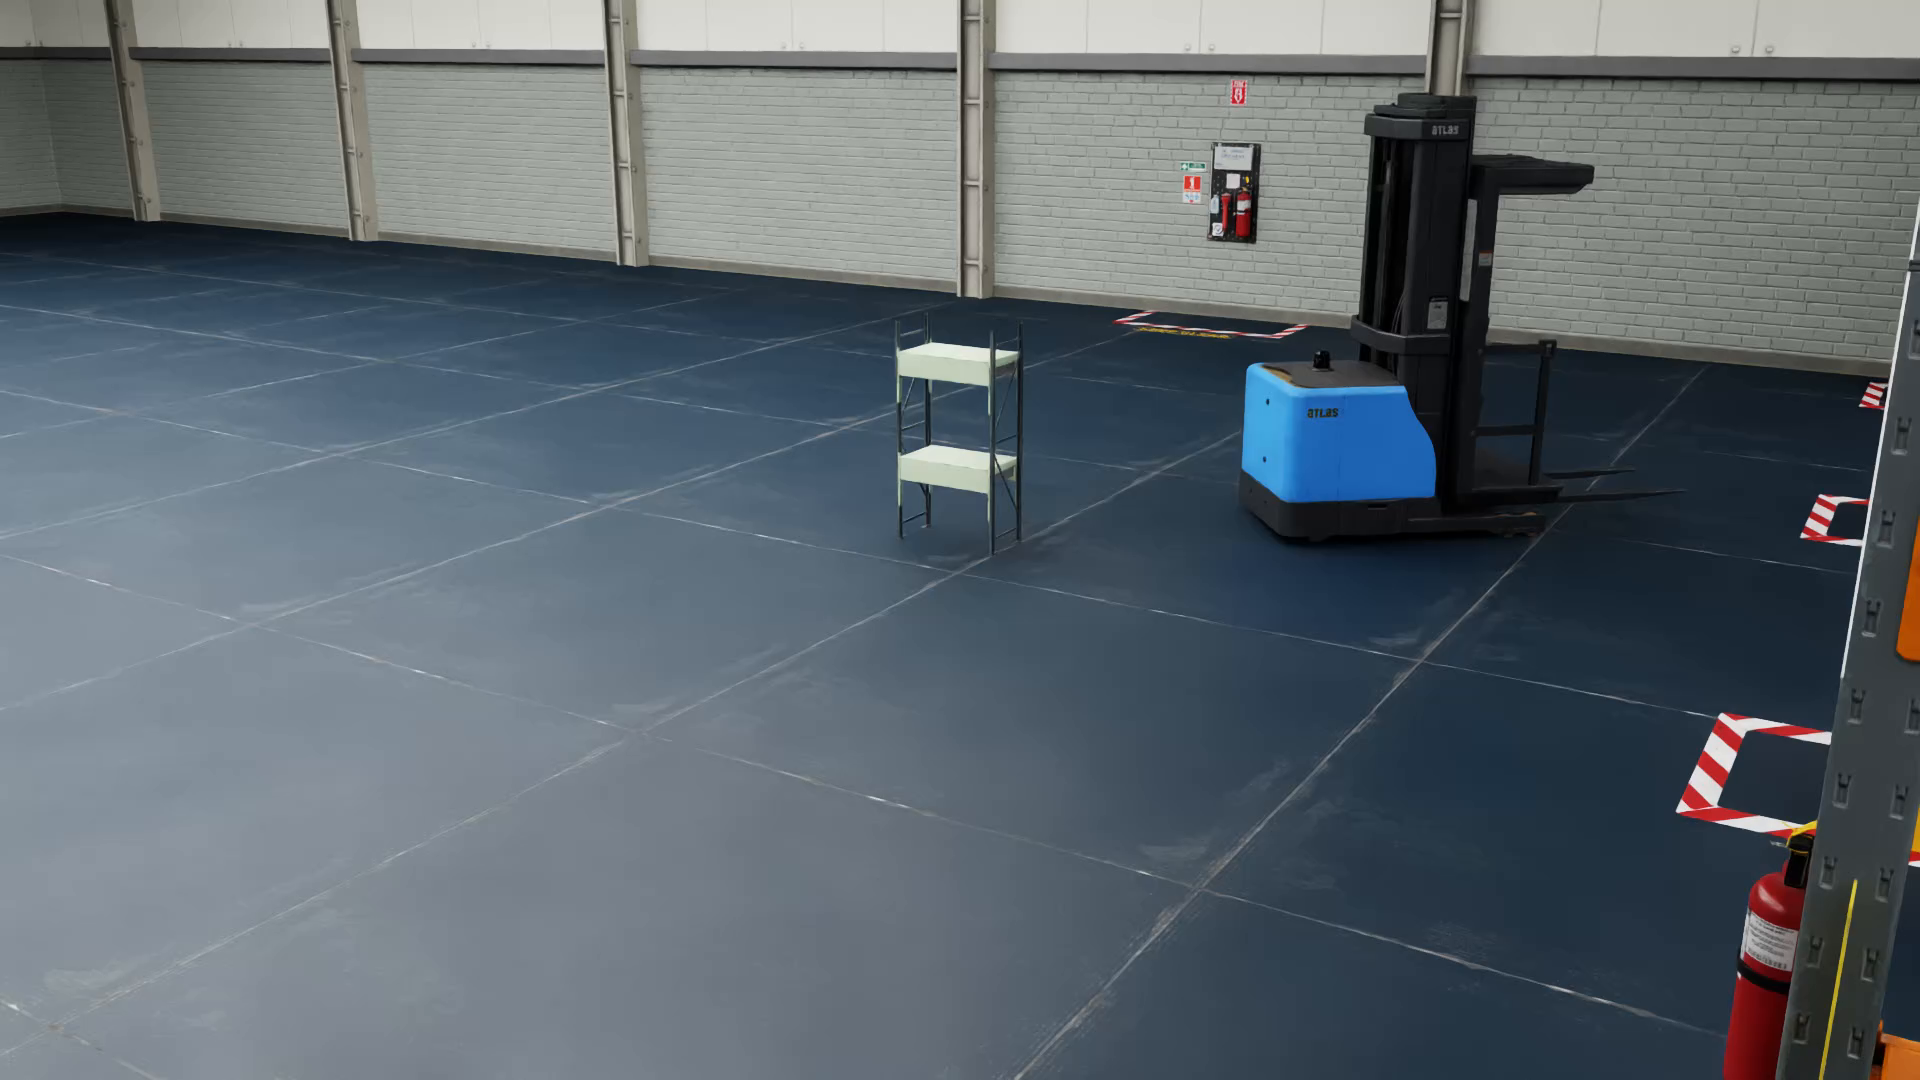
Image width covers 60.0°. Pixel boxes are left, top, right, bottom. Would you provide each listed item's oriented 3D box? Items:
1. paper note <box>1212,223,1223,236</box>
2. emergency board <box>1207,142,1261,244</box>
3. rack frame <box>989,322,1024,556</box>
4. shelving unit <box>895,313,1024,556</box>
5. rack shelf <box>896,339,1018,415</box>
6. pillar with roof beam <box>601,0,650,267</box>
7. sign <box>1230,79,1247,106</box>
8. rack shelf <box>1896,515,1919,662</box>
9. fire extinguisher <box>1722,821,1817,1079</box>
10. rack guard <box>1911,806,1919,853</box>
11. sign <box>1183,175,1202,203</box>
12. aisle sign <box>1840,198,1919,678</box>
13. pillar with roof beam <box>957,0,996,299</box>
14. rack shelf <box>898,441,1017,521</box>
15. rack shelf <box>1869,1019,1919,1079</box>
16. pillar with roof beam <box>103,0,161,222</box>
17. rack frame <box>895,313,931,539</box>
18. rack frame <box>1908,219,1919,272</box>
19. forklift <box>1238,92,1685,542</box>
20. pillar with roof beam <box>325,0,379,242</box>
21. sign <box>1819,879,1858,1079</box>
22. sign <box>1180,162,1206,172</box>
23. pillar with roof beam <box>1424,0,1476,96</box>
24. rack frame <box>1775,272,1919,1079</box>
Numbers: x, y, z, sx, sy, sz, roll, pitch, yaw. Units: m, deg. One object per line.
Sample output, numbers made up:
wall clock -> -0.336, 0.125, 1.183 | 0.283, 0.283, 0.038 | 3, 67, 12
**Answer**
paper note -> 3.118, -3.753, 20.091 | 0.142, 0.148, 0.016 | 10, 20, 30
emergency board -> 3.233, -4.131, 19.818 | 0.643, 1.169, 0.194 | 10, 20, 30
rack frame -> 0.306, -0.663, 10.983 | 0.023, 1.500, 0.400 | 10, 20, 30
shelving unit -> -0.006, -0.719, 11.167 | 0.755, 1.500, 0.431 | 10, 20, 30
rack shelf -> -0.006, -1.092, 11.053 | 0.720, 0.370, 0.431 | 10, 20, 30
pillar with roof beam -> -7.160, -7.375, 20.177 | 0.400, 9.000, 9.100 | 10, 20, 30
sign -> 3.278, -5.266, 19.567 | 0.199, 0.298, 0.001 | 10, 20, 30
rack shelf -> 3.310, 0.169, 1.742 | 4.000, 0.370, 1.077 | 10, 20, 30
fire extinguisher -> 1.749, 0.861, 3.519 | 0.183, 0.674, 0.296 | 10, 20, 30
rack guard -> 4.287, 0.925, 7.477 | 0.348, 0.500, 1.175 | 10, 20, 30
sign -> 2.816, -4.257, 20.174 | 0.234, 0.329, 0.001 | 10, 20, 30
aisle sign -> 1.396, -0.223, 2.483 | 0.004, 0.787, 0.394 | 10, 20, 30
pillar with roof beam -> -2.047, -6.462, 17.172 | 0.400, 9.000, 9.100 | 10, 20, 30
rack shelf -> -0.006, -0.407, 11.261 | 0.720, 0.370, 0.431 | 10, 20, 30
rack shelf -> 3.310, 1.604, 2.178 | 4.000, 0.370, 1.077 | 10, 20, 30
pillar with roof beam -> -17.385, -9.200, 26.186 | 0.400, 9.000, 9.100 | 10, 20, 30
rack frame -> -0.318, -0.774, 11.350 | 0.023, 1.500, 0.400 | 10, 20, 30
rack frame -> 1.605, -1.915, 2.203 | 0.127, 3.000, 1.000 | 10, 20, 30
forklift -> 3.586, -1.567, 11.497 | 3.031, 2.935, 1.130 | -3, 17, -9
pillar with roof beam -> -12.272, -8.287, 23.181 | 0.400, 9.000, 9.100 | 10, 20, 30
sign -> 1.322, 0.676, 2.506 | 0.005, 0.325, 0.100 | 10, 20, 30
sign -> 2.815, -4.508, 20.088 | 0.331, 0.109, 0.001 | 10, 20, 30
pillar with roof beam -> 3.066, -5.550, 14.168 | 0.400, 9.000, 9.100 | 10, 20, 30
rack frame -> 1.605, 0.956, 3.075 | 0.127, 3.000, 1.000 | 10, 20, 30
